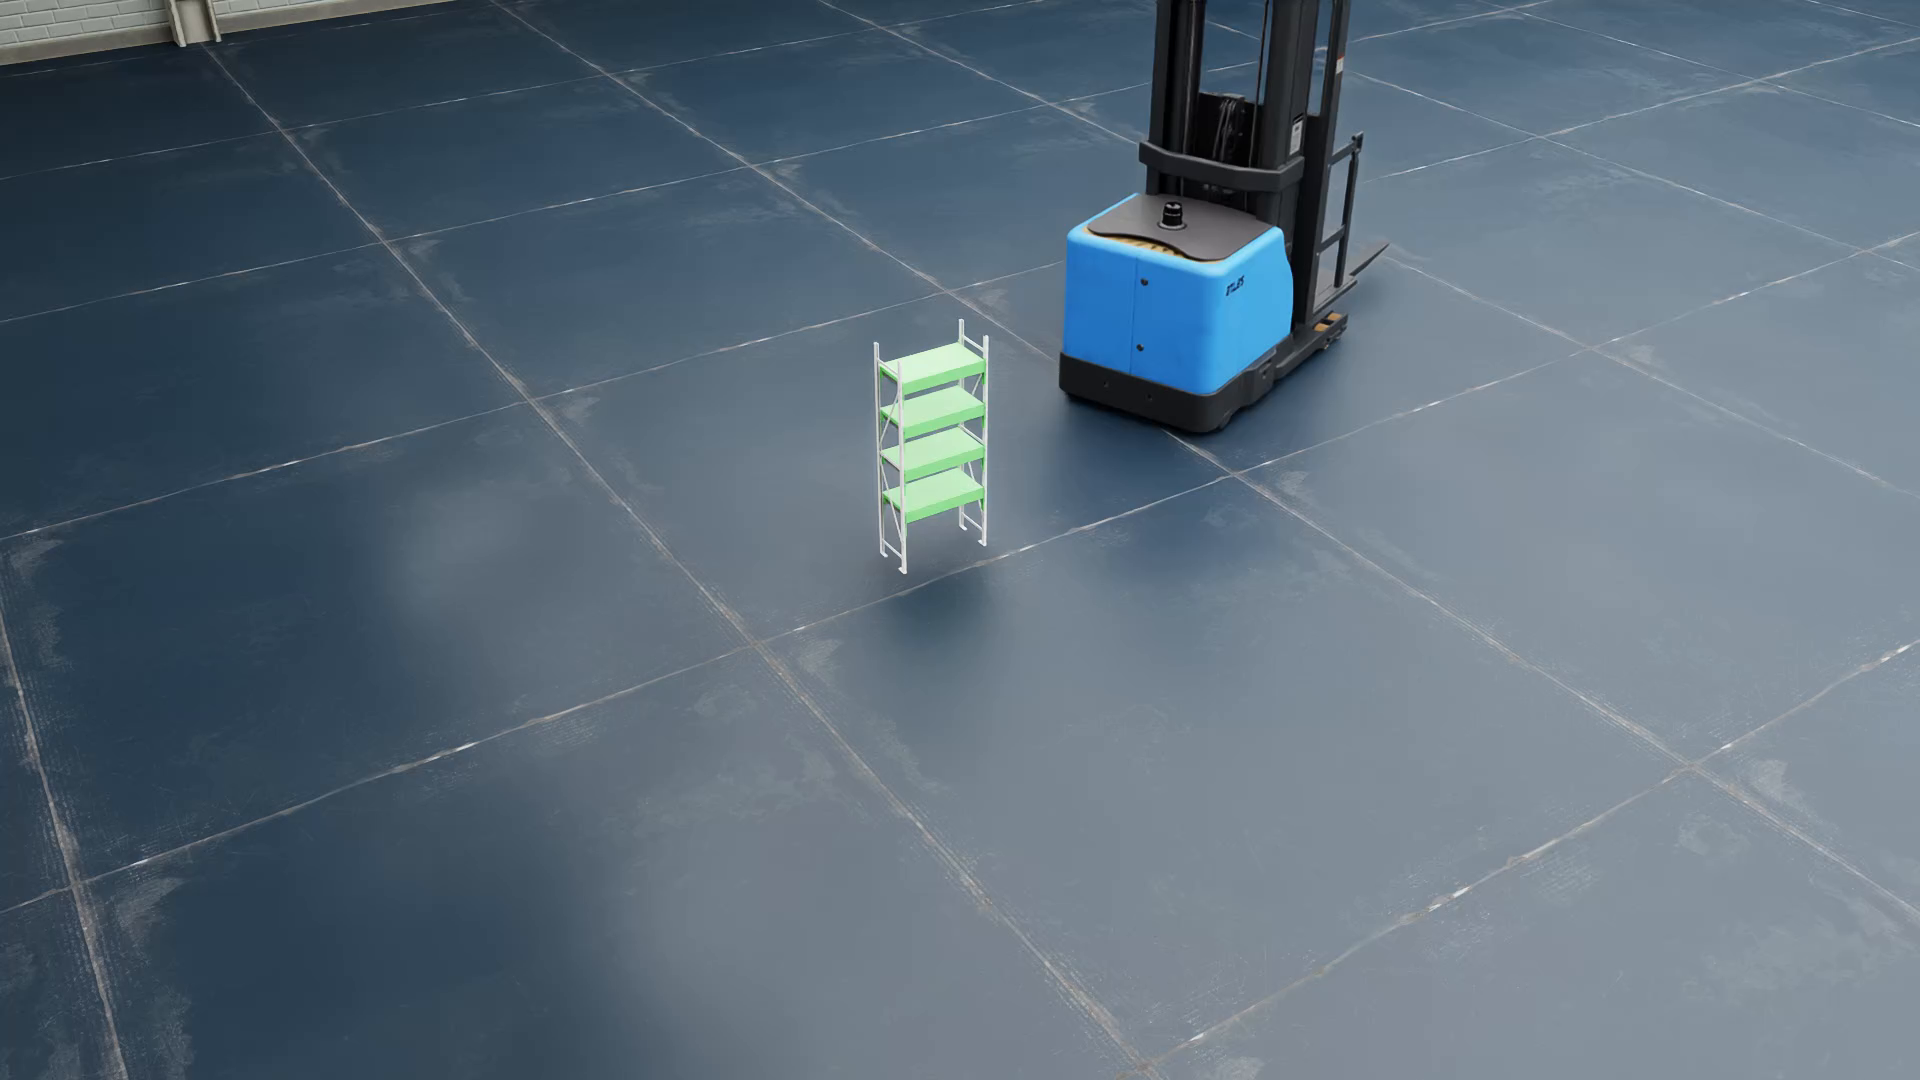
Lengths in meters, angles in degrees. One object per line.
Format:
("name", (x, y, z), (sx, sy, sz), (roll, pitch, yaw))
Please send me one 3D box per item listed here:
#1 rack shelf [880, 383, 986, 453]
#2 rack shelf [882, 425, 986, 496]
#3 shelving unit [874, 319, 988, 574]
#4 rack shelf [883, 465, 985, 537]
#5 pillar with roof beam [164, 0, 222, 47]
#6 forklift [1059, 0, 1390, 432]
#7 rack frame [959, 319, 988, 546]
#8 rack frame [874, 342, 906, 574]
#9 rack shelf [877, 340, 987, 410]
("rack shelf", (-0.139, -0.609, 8.260), (0.480, 0.148, 0.258), (-19, 37, -27))
("rack shelf", (-0.139, -0.406, 8.388), (0.480, 0.148, 0.258), (-19, 37, -27))
("shelving unit", (-0.139, -0.460, 8.354), (0.503, 1.200, 0.258), (-19, 37, -27))
("rack shelf", (-0.139, -0.203, 8.516), (0.480, 0.148, 0.258), (-19, 37, -27))
("pillar with roof beam", (-5.327, -6.896, 11.247), (0.400, 9.000, 9.100), (-19, 37, -27))
("forklift", (1.865, -2.598, 10.121), (1.130, 2.935, 3.031), (21, 38, 29))
("rack frame", (0.066, -0.530, 8.466), (0.015, 1.200, 0.240), (-19, 37, -27))
("rack frame", (-0.344, -0.389, 8.242), (0.015, 1.200, 0.240), (-19, 37, -27))
("rack shelf", (-0.139, -0.812, 8.132), (0.480, 0.148, 0.258), (-19, 37, -27))
